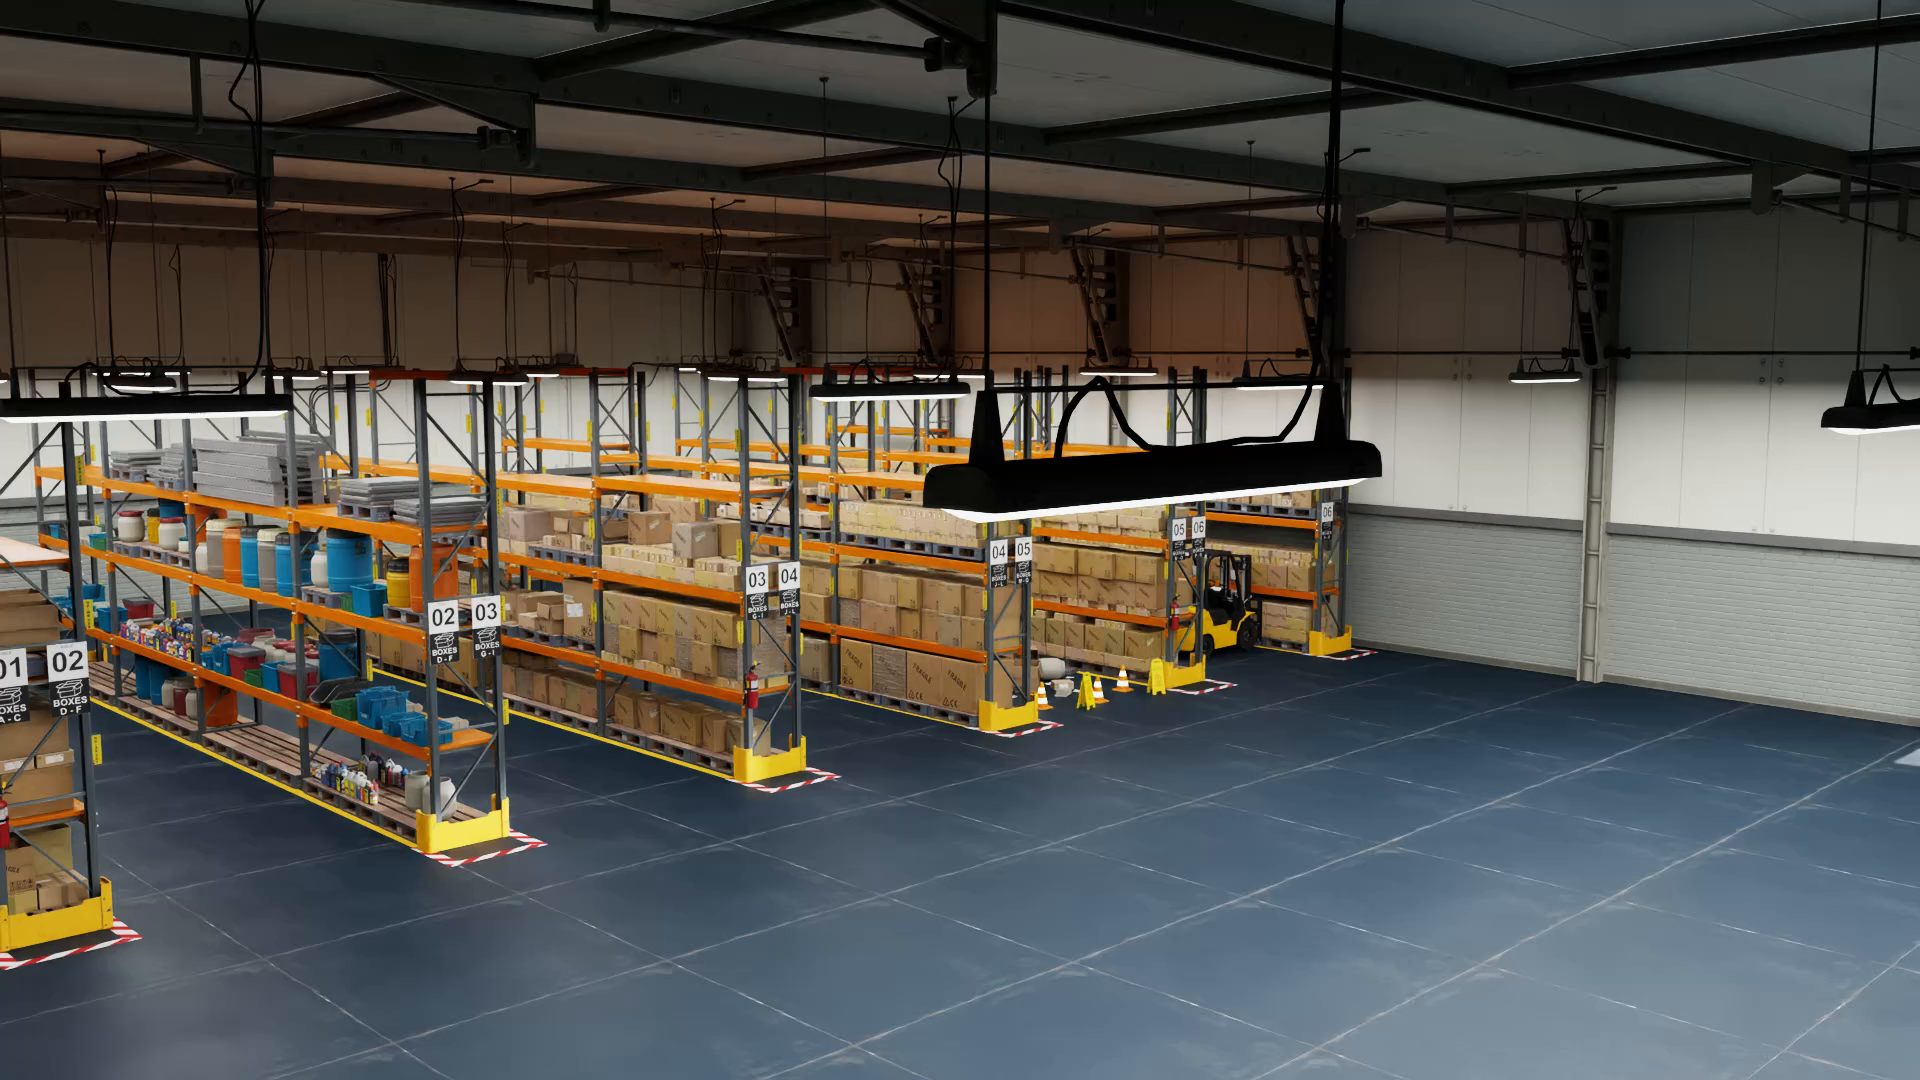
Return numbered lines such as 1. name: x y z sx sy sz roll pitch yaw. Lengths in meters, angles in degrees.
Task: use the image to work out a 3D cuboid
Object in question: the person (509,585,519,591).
1. person: -9.214 1.679 34.518 1.048 1.505 0.390 4 7 30
